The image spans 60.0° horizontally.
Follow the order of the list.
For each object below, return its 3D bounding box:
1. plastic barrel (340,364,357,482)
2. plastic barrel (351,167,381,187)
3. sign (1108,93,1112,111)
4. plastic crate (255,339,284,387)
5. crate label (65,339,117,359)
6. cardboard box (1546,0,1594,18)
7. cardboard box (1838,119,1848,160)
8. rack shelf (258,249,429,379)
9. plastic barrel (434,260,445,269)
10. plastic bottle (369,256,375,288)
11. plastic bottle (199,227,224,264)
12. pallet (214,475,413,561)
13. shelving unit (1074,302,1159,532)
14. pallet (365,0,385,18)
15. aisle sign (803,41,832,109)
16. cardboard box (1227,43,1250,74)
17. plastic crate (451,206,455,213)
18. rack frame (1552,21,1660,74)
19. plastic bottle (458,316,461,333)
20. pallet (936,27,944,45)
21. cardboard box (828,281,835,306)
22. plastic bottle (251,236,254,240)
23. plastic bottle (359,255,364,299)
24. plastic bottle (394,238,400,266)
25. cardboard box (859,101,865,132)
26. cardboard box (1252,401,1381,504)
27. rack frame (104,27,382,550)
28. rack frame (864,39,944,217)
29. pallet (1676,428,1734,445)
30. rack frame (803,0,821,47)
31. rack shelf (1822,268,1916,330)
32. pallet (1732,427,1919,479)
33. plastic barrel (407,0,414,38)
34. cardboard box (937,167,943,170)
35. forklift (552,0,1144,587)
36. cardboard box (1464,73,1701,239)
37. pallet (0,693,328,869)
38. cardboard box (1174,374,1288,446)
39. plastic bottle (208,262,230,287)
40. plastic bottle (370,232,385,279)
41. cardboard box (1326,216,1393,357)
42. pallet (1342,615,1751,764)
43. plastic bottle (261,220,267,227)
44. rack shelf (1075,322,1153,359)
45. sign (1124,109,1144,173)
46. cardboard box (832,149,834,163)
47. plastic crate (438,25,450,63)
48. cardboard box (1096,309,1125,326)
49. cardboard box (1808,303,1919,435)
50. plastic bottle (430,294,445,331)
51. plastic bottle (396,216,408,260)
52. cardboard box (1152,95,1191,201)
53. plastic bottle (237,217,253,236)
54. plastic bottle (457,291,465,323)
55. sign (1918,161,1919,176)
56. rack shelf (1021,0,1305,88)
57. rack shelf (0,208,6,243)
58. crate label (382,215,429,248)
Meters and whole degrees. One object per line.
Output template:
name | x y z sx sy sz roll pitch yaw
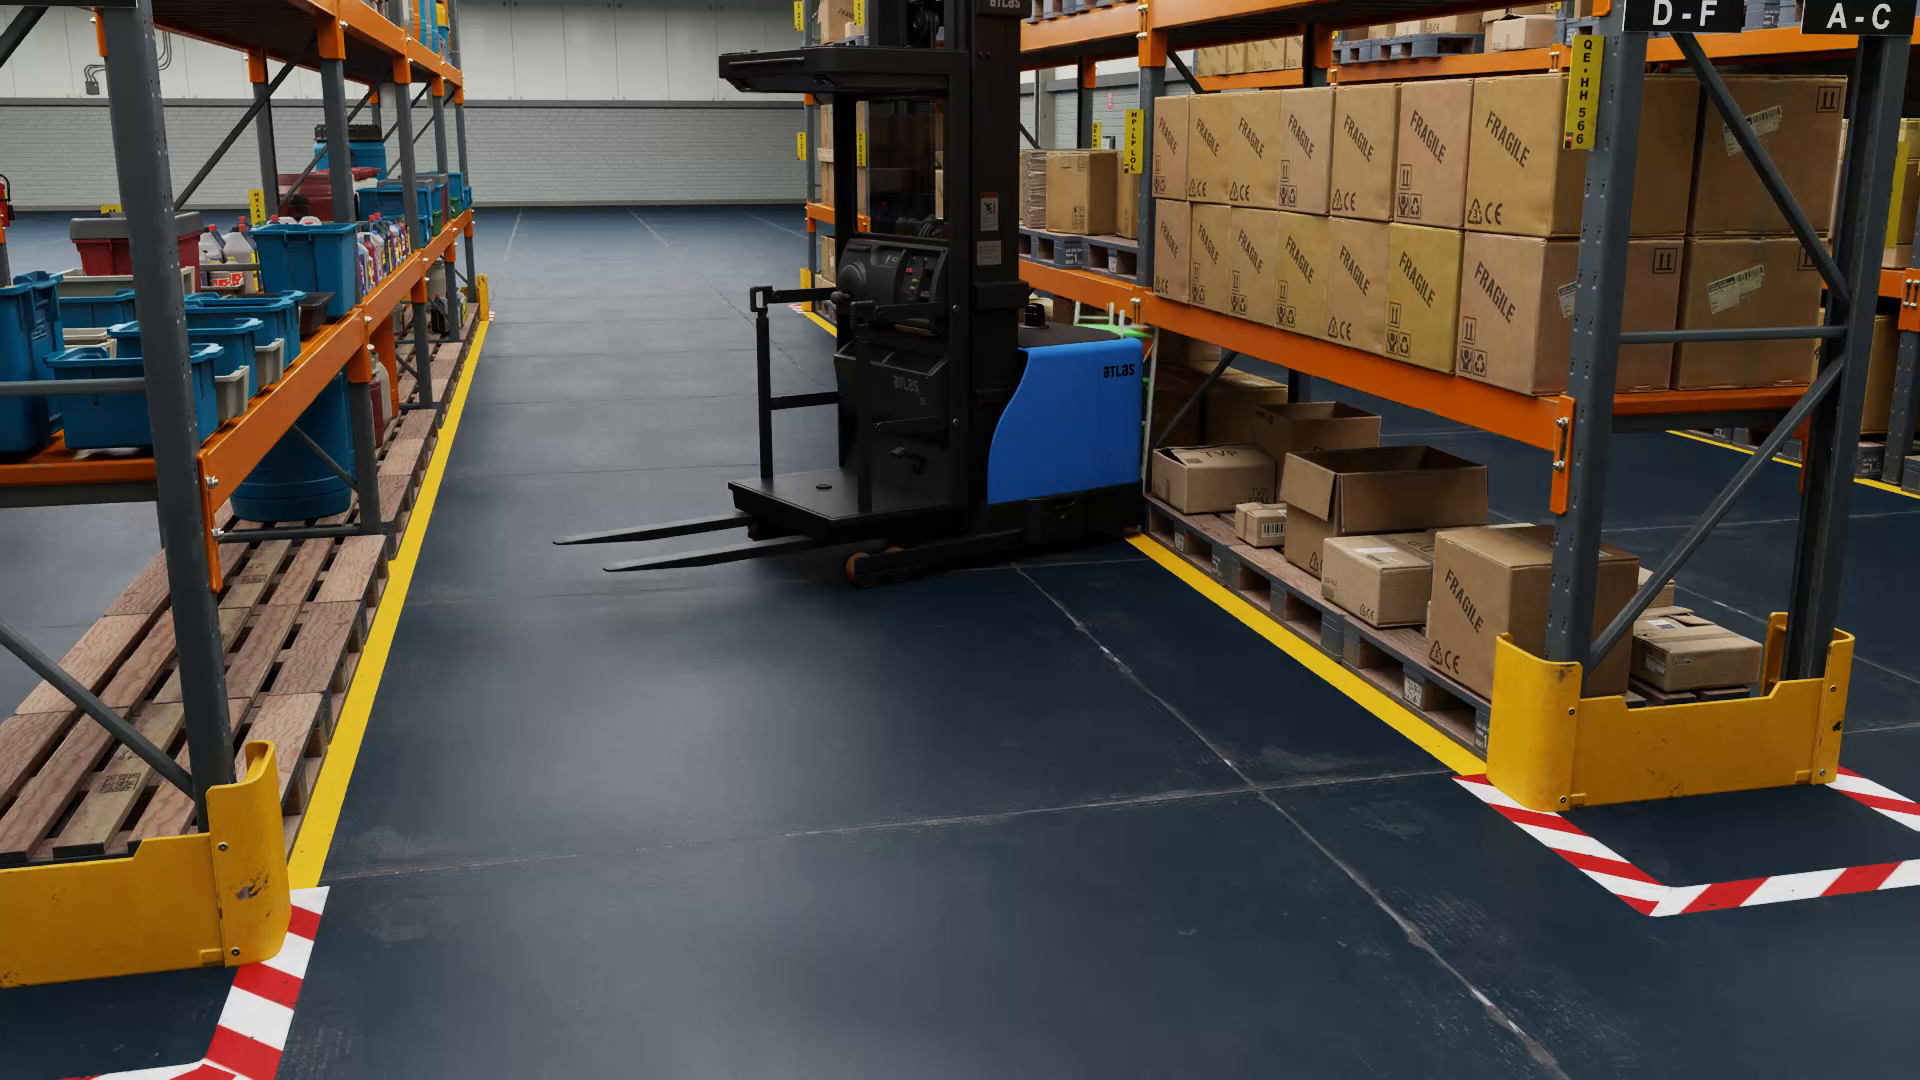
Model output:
plastic barrel | -3.645 -0.755 9.235 0.600 0.901 0.708 -3 14 -13
plastic barrel | -5.235 -2.959 14.434 0.433 0.535 0.433 0 14 0
sign | 2.592 -7.578 28.740 0.001 0.298 0.199 -3 14 -13
plastic crate | -2.320 -0.569 5.367 0.250 0.136 0.298 -3 14 -13
crate label | -2.938 -0.568 5.359 0.396 0.136 0.243 -3 14 -13
cardboard box | 5.378 -4.450 14.249 0.500 0.500 0.500 -3 14 -13
cardboard box | 5.794 -2.612 10.839 0.500 0.250 0.500 -3 14 -12
rack shelf | -3.837 -1.393 9.823 1.077 0.370 4.000 -3 14 -13
plastic barrel | -5.957 -2.897 18.822 0.421 0.512 0.421 0 14 0
plastic bottle | -3.238 -1.470 9.042 0.097 0.201 0.097 0 14 0
plastic bottle | -3.901 -1.451 8.648 0.144 0.351 0.185 -3 14 -13
pallet | -3.508 -0.106 8.918 1.003 0.211 1.213 -3 14 -13
shelving unit | 0.816 -0.683 9.155 0.258 1.200 0.503 -2 14 -25
pallet | -4.222 -3.387 10.548 1.003 0.211 1.213 -3 14 -13
aisle sign | -1.683 -5.585 19.990 0.394 0.787 0.004 -3 14 -13
cardboard box | 3.497 -5.780 19.693 0.500 0.500 0.500 -3 14 -11
plastic crate | -5.245 -3.224 15.934 0.767 0.338 0.504 -3 14 -13
rack frame | 5.323 -2.756 13.886 1.000 3.000 0.127 -3 14 -13
plastic bottle | -4.943 -2.126 16.276 0.097 0.201 0.097 0 14 0
pallet | 0.263 -3.996 13.040 1.213 0.211 1.003 -3 14 -11
cardboard box | -1.222 -2.826 19.083 0.500 0.250 0.500 -3 14 -13
plastic bottle | -3.893 -1.534 9.157 0.097 0.271 0.097 0 14 0
plastic bottle | -3.070 -1.363 8.433 0.061 0.283 0.133 -3 14 -13
plastic bottle | -3.619 -1.844 10.575 0.097 0.201 0.097 0 14 0
cardboard box | -0.661 -4.299 17.258 0.700 0.500 0.500 -3 14 -13
cardboard box | 1.858 -0.440 8.747 0.500 0.500 0.500 -3 14 -13
rack frame | -3.367 -1.281 7.849 1.000 3.000 0.127 -3 14 -13
rack frame | -0.430 -3.402 16.530 1.000 3.000 0.127 -3 14 -13
pallet | 5.718 -0.934 12.306 1.003 0.211 1.213 -3 14 -13
rack frame | -1.370 -7.239 19.595 1.000 3.000 0.127 -3 14 -13
rack shelf | 5.793 -1.945 12.083 1.077 0.370 4.000 -3 14 -13
pallet | 6.008 -0.652 11.152 1.003 0.211 1.213 -3 14 -13
plastic barrel | -4.289 -4.106 12.036 0.600 0.901 0.600 0 14 0
cardboard box | -0.541 -3.552 16.935 0.700 0.500 0.500 -4 14 -15
forklift | -0.518 -1.339 8.232 3.031 2.935 1.130 -9 17 -33
cardboard box | 2.016 -1.255 5.426 0.500 0.500 0.500 -3 14 -14
pallet | -2.584 0.804 5.191 1.003 0.211 1.213 -3 14 -13
cardboard box | 1.572 -0.681 9.733 0.500 0.500 0.500 -4 14 -16
plastic bottle | -3.657 -1.268 8.217 0.097 0.201 0.097 0 14 0
plastic bottle | -3.378 -1.642 9.597 0.097 0.271 0.097 0 14 0
cardboard box | 1.781 -1.005 6.509 0.500 0.500 0.500 -3 14 -13
pallet | 2.182 0.520 6.354 1.003 0.211 1.213 -3 14 -13
plastic bottle | -4.423 -1.889 10.584 0.061 0.283 0.133 -3 14 -13
rack shelf | 0.843 -1.089 9.067 0.258 0.148 0.480 -2 14 -25
sign | 0.910 -2.087 8.708 0.100 0.325 0.005 -3 14 -13
cardboard box | -1.243 -4.347 18.824 0.380 0.149 0.250 -4 14 -15
plastic crate | -5.445 -5.075 17.094 0.392 0.384 0.575 -3 14 -13
cardboard box | 1.219 -1.391 11.061 0.500 0.250 0.500 -4 14 -14
cardboard box | 5.984 -1.135 10.899 0.750 0.750 0.750 -3 14 -13
plastic bottle | -5.172 -2.255 16.489 0.144 0.351 0.185 -3 14 -13
plastic bottle | -3.743 -2.024 11.137 0.061 0.283 0.133 -3 14 -13
cardboard box | 1.286 -1.966 8.336 0.500 0.500 0.500 -3 14 -12
plastic bottle | -4.160 -1.705 9.688 0.144 0.351 0.185 -3 14 -13
plastic bottle | -5.176 -2.404 17.102 0.144 0.351 0.185 -3 14 -14
sign | 5.738 -2.324 9.848 0.100 0.325 0.005 -3 14 -13
rack shelf | 0.979 -3.125 10.594 1.077 0.370 4.000 -3 14 -13
rack shelf | -10.530 -2.962 16.247 1.077 0.370 4.000 -3 14 -13
crate label | -4.041 -2.240 12.129 0.303 0.233 0.416 -3 14 -13
